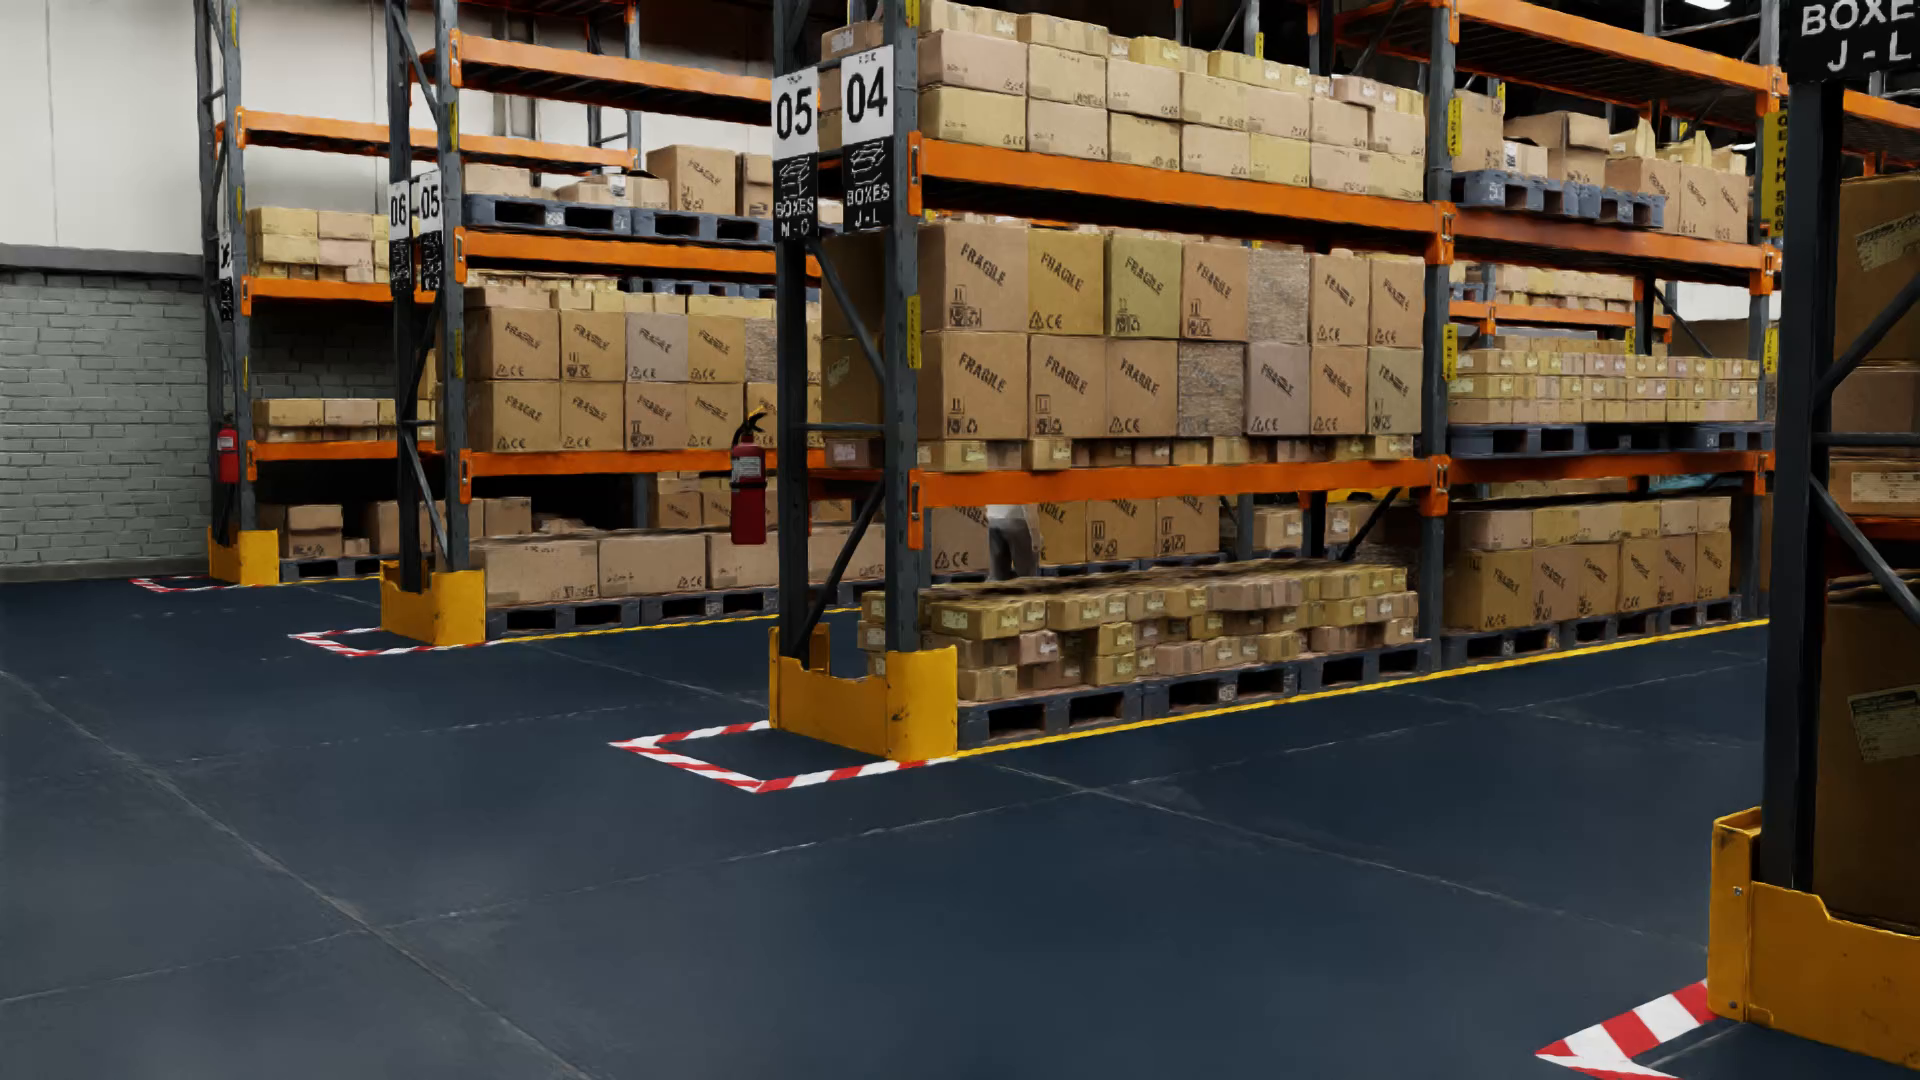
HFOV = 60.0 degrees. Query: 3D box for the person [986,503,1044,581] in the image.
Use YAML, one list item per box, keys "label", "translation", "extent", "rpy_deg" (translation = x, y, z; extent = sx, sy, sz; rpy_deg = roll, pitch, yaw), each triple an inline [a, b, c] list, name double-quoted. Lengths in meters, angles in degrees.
- label: "person"
  translation: [0.349, -0.086, 10.626]
  extent: [0.568, 1.693, 0.503]
  rpy_deg: [-3, 5, -31]
